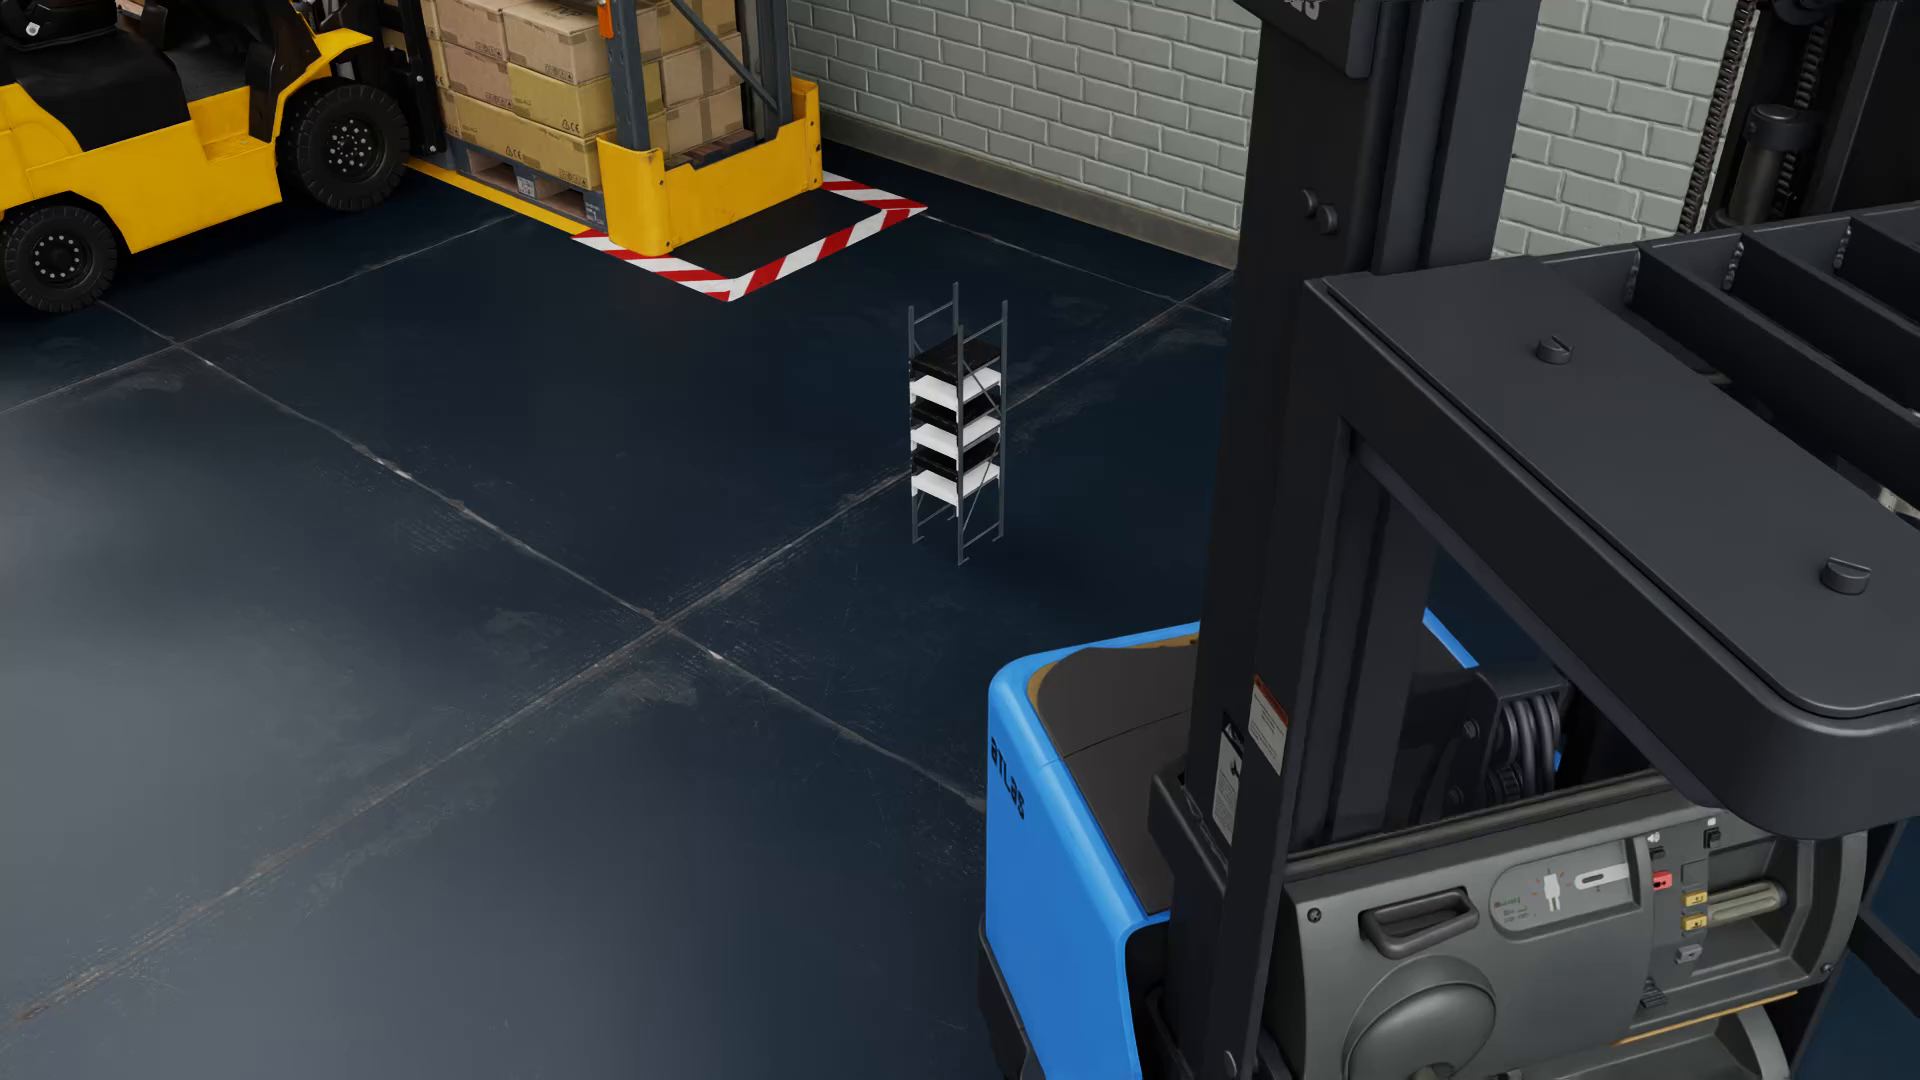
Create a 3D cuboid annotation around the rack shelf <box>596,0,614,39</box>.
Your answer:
[{"bbox_3d":[-2.723,-3.277,8.508,4.000,0.370,1.077,25,42,32],"label":"rack shelf"}]

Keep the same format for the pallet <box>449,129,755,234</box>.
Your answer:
[{"bbox_3d":[-1.801,-1.959,8.415,1.213,0.211,1.003,25,42,32],"label":"pallet"}]

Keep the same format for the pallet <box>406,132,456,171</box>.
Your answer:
[{"bbox_3d":[-2.734,-2.401,9.059,1.213,0.211,1.003,25,42,32],"label":"pallet"}]

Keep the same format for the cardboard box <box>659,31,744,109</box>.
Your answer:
[{"bbox_3d":[-1.415,-2.356,8.147,0.500,0.250,0.500,26,42,33],"label":"cardboard box"}]

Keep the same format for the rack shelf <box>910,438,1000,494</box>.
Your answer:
[{"bbox_3d":[-0.006,-0.272,5.569,0.200,0.077,0.258,25,42,32],"label":"rack shelf"}]

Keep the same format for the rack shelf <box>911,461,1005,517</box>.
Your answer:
[{"bbox_3d":[-0.006,-0.198,5.620,0.200,0.077,0.258,25,42,32],"label":"rack shelf"}]

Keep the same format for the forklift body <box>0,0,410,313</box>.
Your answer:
[{"bbox_3d":[-3.811,-2.393,7.334,1.214,2.155,2.313,25,42,32],"label":"forklift body"}]

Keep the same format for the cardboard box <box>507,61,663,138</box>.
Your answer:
[{"bbox_3d":[-1.760,-2.135,7.826,0.500,0.250,0.500,25,41,31],"label":"cardboard box"}]

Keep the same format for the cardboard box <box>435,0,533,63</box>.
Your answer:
[{"bbox_3d":[-2.136,-2.515,7.937,0.500,0.250,0.500,26,42,33],"label":"cardboard box"}]

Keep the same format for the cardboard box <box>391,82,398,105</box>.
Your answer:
[{"bbox_3d":[-2.918,-2.469,8.754,0.500,0.250,0.500,27,43,33],"label":"cardboard box"}]

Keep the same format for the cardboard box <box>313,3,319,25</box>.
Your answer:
[{"bbox_3d":[-3.319,-2.866,8.889,0.500,0.250,0.500,25,42,31],"label":"cardboard box"}]

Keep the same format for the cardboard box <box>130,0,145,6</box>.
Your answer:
[{"bbox_3d":[-4.669,-3.676,10.180,0.625,0.625,0.875,27,43,34],"label":"cardboard box"}]

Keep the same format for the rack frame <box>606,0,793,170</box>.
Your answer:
[{"bbox_3d":[-1.186,-2.849,7.249,0.127,3.000,1.000,25,42,32],"label":"rack frame"}]

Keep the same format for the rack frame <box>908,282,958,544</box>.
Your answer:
[{"bbox_3d":[-0.084,-0.411,5.553,0.006,0.900,0.240,25,42,32],"label":"rack frame"}]

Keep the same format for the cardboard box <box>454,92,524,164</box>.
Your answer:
[{"bbox_3d":[-2.126,-2.106,8.225,0.500,0.250,0.500,25,42,32],"label":"cardboard box"}]

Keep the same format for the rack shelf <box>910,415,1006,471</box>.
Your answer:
[{"bbox_3d":[-0.006,-0.346,5.518,0.200,0.077,0.258,25,42,32],"label":"rack shelf"}]

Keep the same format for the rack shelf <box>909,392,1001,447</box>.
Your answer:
[{"bbox_3d":[-0.006,-0.421,5.467,0.200,0.077,0.258,25,42,32],"label":"rack shelf"}]

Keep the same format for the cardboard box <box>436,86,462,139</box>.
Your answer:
[{"bbox_3d":[-2.504,-2.291,8.494,0.500,0.250,0.500,26,42,32],"label":"cardboard box"}]

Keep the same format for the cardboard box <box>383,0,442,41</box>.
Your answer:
[{"bbox_3d":[-2.530,-2.693,8.196,0.500,0.250,0.500,26,42,32],"label":"cardboard box"}]

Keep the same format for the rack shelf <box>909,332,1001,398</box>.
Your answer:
[{"bbox_3d":[-0.006,-0.569,5.366,0.200,0.077,0.258,25,42,32],"label":"rack shelf"}]

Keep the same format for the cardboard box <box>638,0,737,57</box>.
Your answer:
[{"bbox_3d":[-1.435,-2.558,7.999,0.500,0.250,0.500,25,41,31],"label":"cardboard box"}]

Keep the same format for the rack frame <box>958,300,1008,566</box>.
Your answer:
[{"bbox_3d":[0.072,-0.337,5.446,0.006,0.900,0.240,25,42,32],"label":"rack frame"}]

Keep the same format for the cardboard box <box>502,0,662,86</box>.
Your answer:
[{"bbox_3d":[-1.740,-2.332,7.671,0.500,0.250,0.500,27,43,33],"label":"cardboard box"}]

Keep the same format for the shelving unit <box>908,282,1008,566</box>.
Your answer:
[{"bbox_3d":[-0.006,-0.374,5.500,0.210,0.900,0.258,25,42,32],"label":"shelving unit"}]

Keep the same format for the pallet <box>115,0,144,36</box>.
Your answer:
[{"bbox_3d":[-4.852,-3.399,10.512,1.213,0.211,1.003,25,42,32],"label":"pallet"}]

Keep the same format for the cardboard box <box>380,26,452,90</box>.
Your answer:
[{"bbox_3d":[-2.549,-2.499,8.356,0.500,0.250,0.500,24,41,31],"label":"cardboard box"}]

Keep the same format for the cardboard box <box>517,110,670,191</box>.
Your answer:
[{"bbox_3d":[-1.750,-1.922,7.956,0.500,0.250,0.500,26,42,32],"label":"cardboard box"}]

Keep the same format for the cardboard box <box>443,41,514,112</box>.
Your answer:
[{"bbox_3d":[-2.139,-2.322,8.097,0.500,0.250,0.500,25,42,31],"label":"cardboard box"}]

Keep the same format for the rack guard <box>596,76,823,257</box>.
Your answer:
[{"bbox_3d":[-1.168,-1.810,7.944,0.348,0.500,1.175,25,42,32],"label":"rack guard"}]

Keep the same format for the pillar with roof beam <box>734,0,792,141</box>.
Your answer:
[{"bbox_3d":[-3.899,-4.094,3.762,0.400,9.000,9.100,25,42,32],"label":"pillar with roof beam"}]

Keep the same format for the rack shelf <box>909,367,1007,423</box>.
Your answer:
[{"bbox_3d":[-0.006,-0.495,5.417,0.200,0.077,0.258,25,42,32],"label":"rack shelf"}]

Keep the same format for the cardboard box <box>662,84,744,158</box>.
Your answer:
[{"bbox_3d":[-1.439,-2.152,8.292,0.500,0.250,0.500,25,42,32],"label":"cardboard box"}]

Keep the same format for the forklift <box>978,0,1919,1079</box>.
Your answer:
[{"bbox_3d":[0.970,0.645,2.222,1.130,2.935,3.031,-10,36,-14],"label":"forklift"}]

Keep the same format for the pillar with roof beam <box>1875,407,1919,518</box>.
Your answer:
[{"bbox_3d":[0.712,-1.920,0.597,0.400,9.000,9.100,25,42,32],"label":"pillar with roof beam"}]
